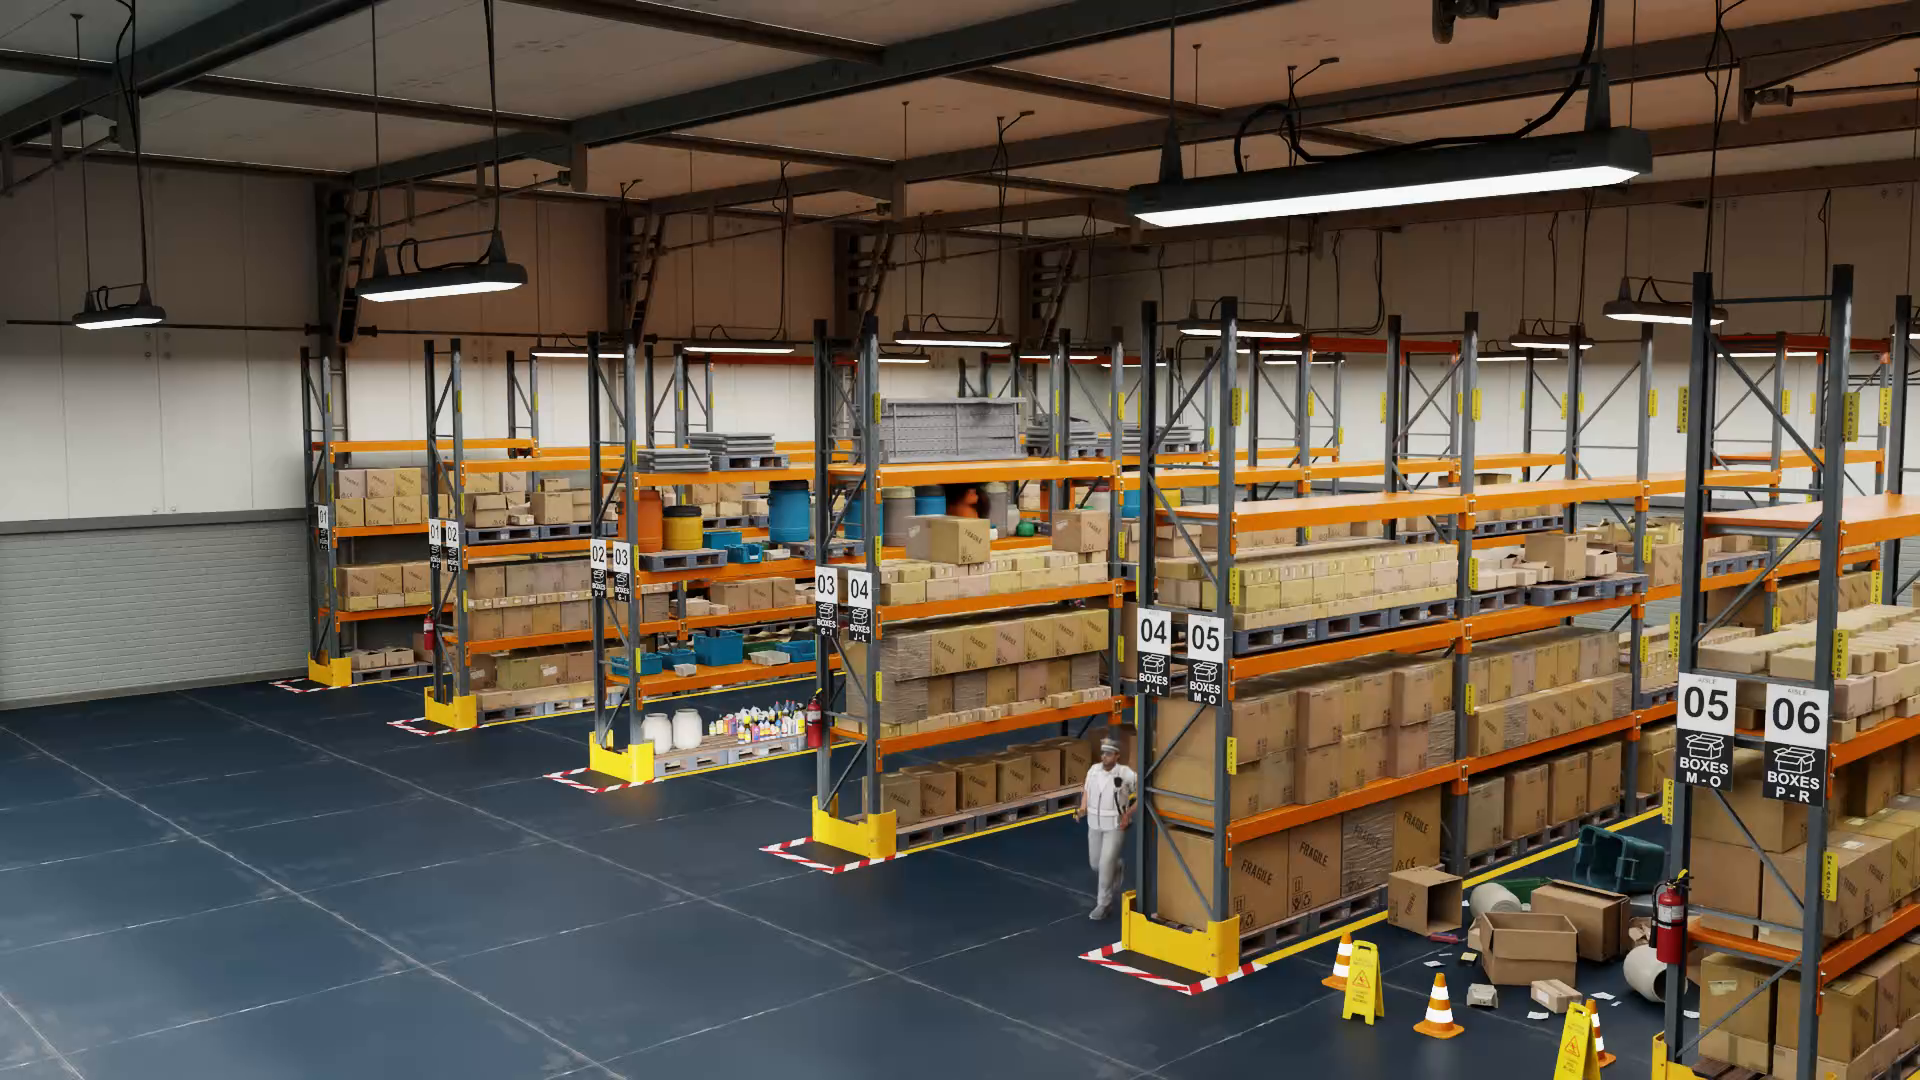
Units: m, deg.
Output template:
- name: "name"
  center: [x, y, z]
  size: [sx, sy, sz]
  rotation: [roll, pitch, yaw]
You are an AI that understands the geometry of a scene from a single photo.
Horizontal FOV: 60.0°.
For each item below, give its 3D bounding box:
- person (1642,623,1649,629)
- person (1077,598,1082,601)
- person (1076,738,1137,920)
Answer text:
- name: "person"
  center: [10.311, 2.085, 25.359]
  size: [0.708, 1.741, 0.590]
  rotation: [-4, 6, -38]
- name: "person"
  center: [2.506, 1.470, 32.894]
  size: [0.581, 1.603, 0.536]
  rotation: [4, 7, 41]
- name: "person"
  center: [1.515, 2.843, 16.641]
  size: [0.663, 1.772, 0.816]
  rotation: [3, 6, 33]
